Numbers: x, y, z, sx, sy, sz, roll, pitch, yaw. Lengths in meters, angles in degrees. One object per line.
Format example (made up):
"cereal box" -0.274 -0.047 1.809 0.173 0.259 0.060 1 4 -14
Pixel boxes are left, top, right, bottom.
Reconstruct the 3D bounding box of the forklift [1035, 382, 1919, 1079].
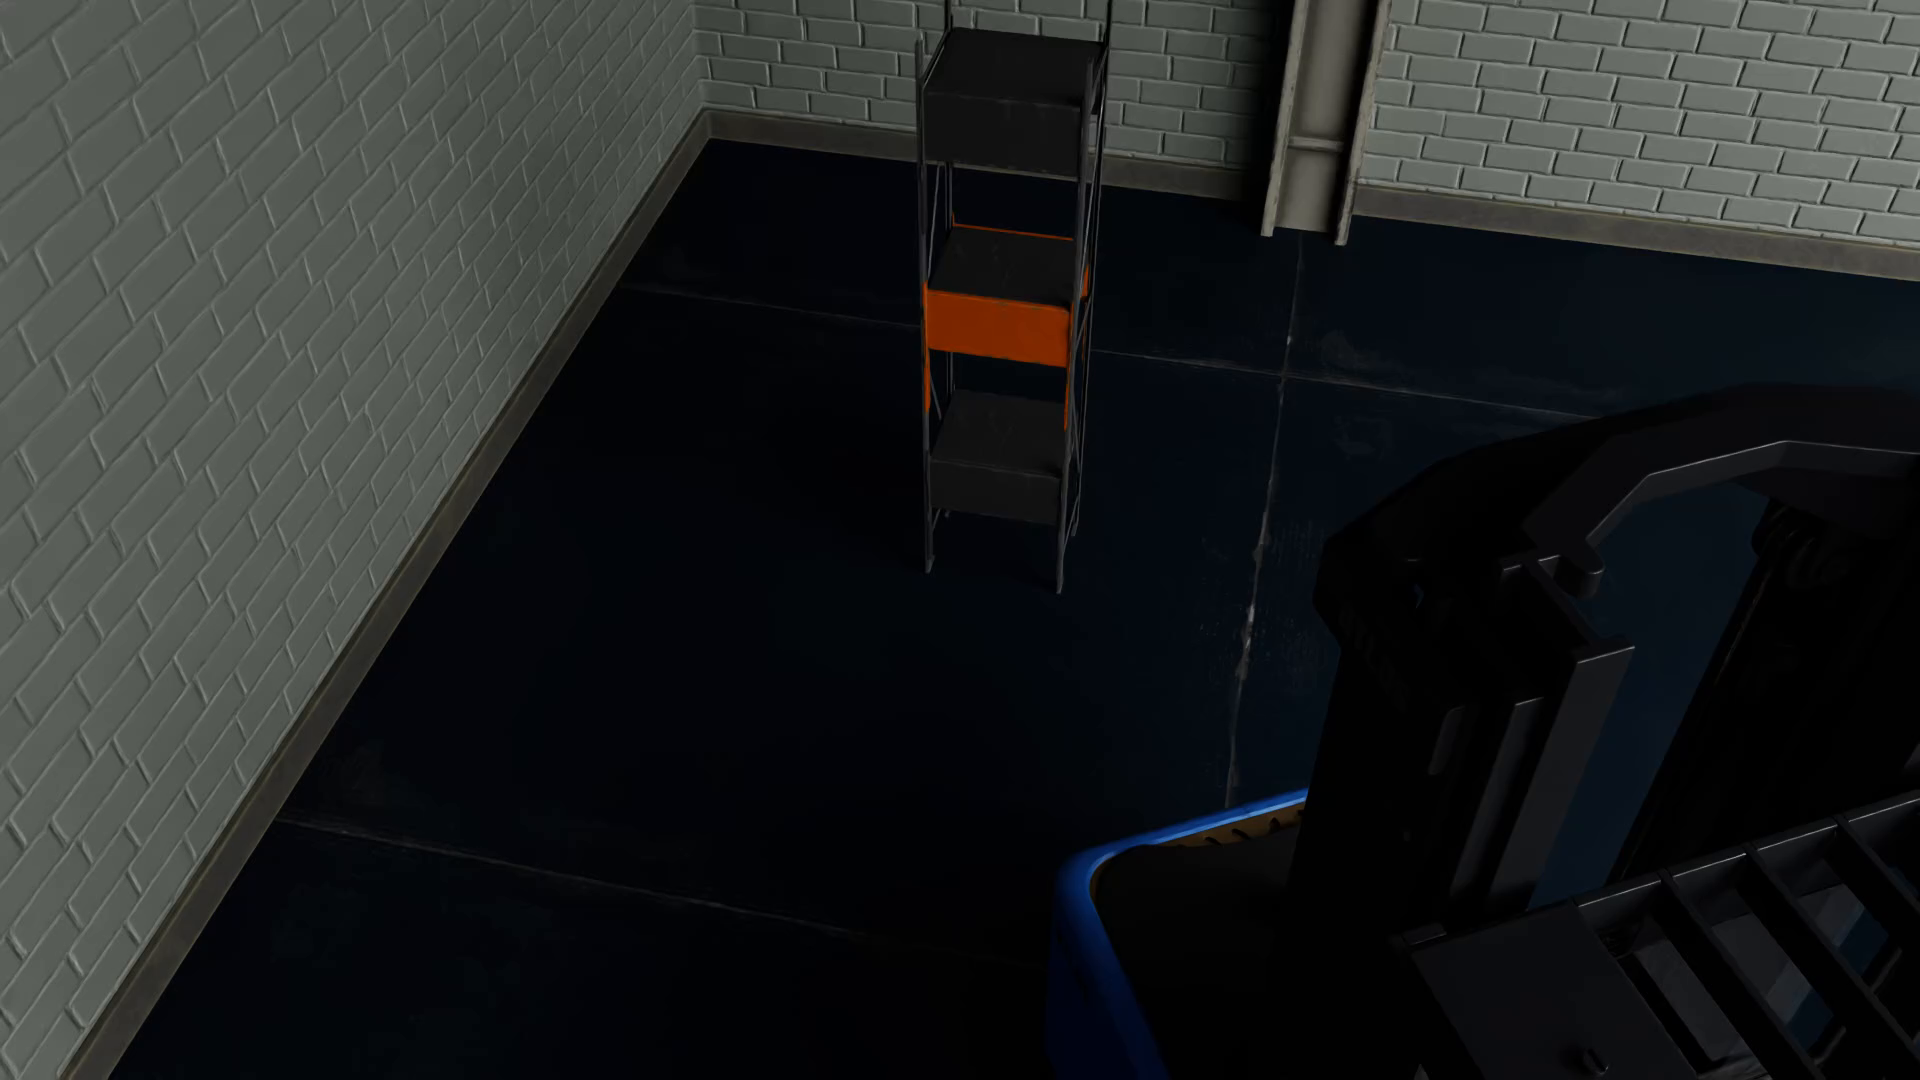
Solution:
"forklift" 1.157 1.330 2.754 1.130 2.935 3.031 -13 45 -13

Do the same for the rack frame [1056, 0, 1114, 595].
"rack frame" 0.400 -0.694 5.457 0.015 2.100 0.400 9 45 9

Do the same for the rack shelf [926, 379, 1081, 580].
"rack shelf" 0.162 -0.217 5.991 0.480 0.518 0.431 9 45 9

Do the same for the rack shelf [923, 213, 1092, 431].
"rack shelf" 0.162 -0.722 5.505 0.480 0.518 0.431 9 45 9

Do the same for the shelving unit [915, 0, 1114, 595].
"shelving unit" 0.162 -0.731 5.496 0.503 2.100 0.431 9 45 9

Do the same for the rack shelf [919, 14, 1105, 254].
"rack shelf" 0.162 -1.226 5.020 0.480 0.518 0.431 9 45 9

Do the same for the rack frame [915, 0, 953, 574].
"rack frame" -0.077 -0.768 5.534 0.015 2.100 0.400 9 45 9

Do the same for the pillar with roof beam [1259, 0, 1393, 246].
"pillar with roof beam" 0.677 -1.818 1.650 0.400 9.000 9.100 9 45 9
